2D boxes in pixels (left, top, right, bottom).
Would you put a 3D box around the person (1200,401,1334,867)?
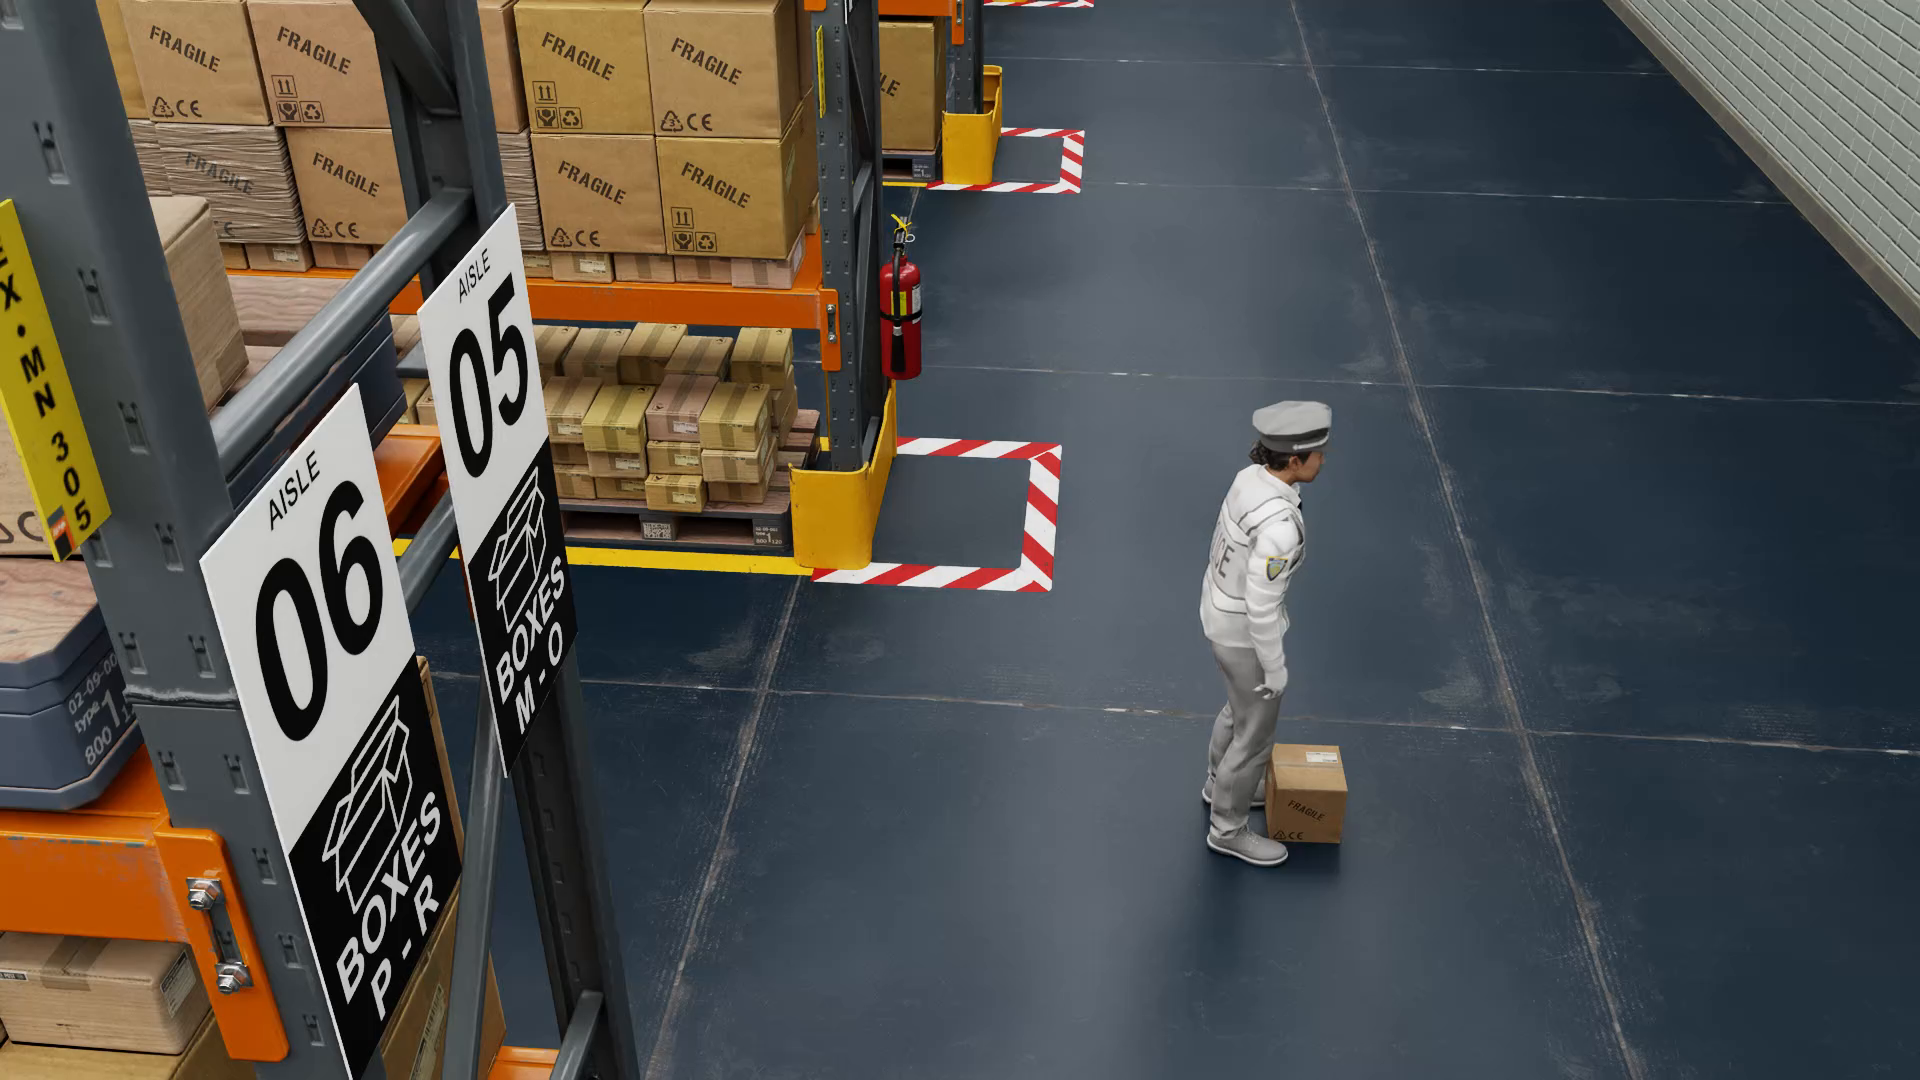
[{"bbox_3d":[1.004,0.304,5.646,0.372,1.666,0.547,1,32,1],"label":"person"}]
